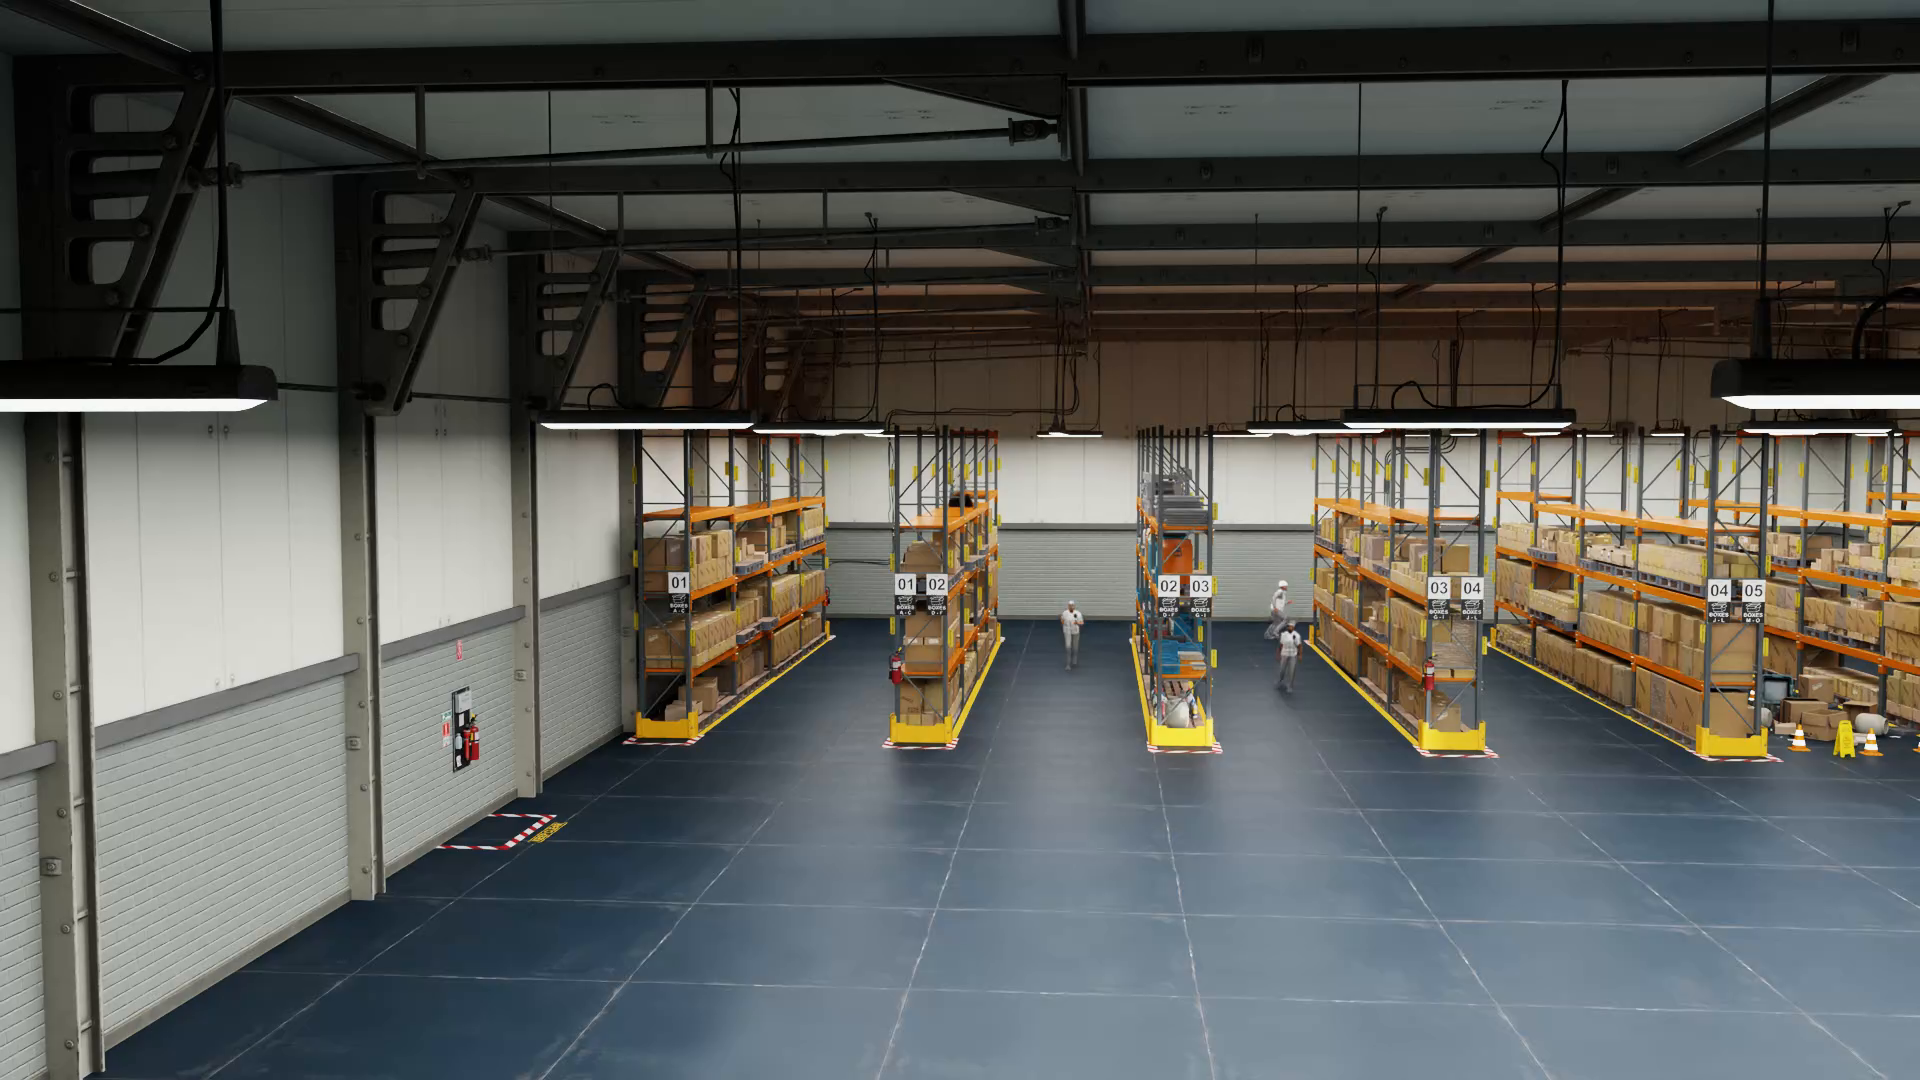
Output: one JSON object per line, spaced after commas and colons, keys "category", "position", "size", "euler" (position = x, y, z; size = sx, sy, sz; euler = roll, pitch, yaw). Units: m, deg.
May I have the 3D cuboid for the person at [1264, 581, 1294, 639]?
{"category": "person", "position": [9.165, 2.014, 47.781], "size": [0.856, 1.683, 0.671], "euler": [0, 3, 4]}

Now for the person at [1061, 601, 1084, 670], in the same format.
{"category": "person", "position": [2.820, 2.379, 41.771], "size": [0.586, 1.706, 0.743], "euler": [0, 3, 6]}

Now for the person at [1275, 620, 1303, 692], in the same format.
{"category": "person", "position": [7.465, 2.628, 37.777], "size": [0.631, 1.651, 0.652], "euler": [1, 4, 14]}
